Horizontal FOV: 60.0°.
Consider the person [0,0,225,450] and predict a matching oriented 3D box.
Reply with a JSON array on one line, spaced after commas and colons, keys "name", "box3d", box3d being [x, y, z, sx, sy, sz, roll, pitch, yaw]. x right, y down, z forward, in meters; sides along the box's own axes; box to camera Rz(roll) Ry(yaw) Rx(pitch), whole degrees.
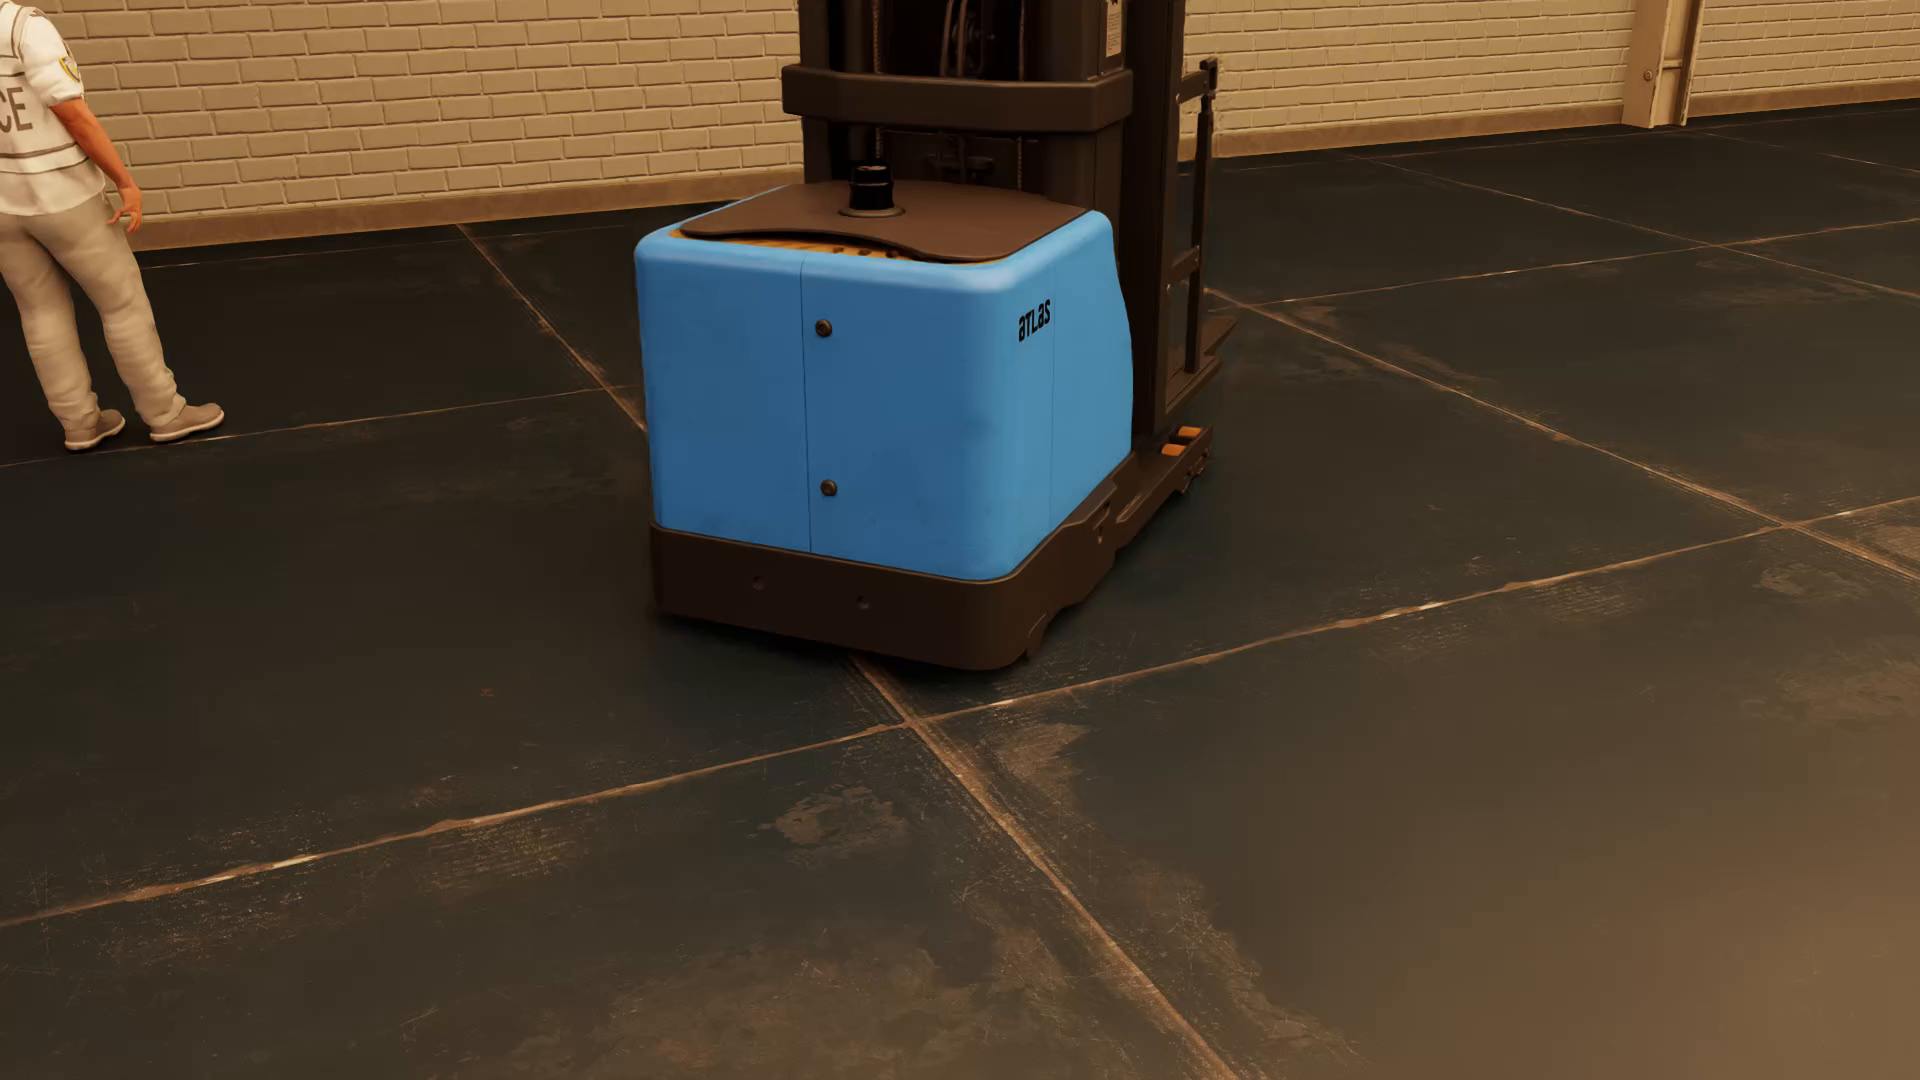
[{"name": "person", "box3d": [-3.048, -1.181, 5.609, 0.638, 1.781, 0.577, 2, 23, 5]}]

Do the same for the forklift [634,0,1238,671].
[{"name": "forklift", "box3d": [0.211, -1.561, 5.044, 1.130, 2.935, 3.031, 9, 24, 21]}]
